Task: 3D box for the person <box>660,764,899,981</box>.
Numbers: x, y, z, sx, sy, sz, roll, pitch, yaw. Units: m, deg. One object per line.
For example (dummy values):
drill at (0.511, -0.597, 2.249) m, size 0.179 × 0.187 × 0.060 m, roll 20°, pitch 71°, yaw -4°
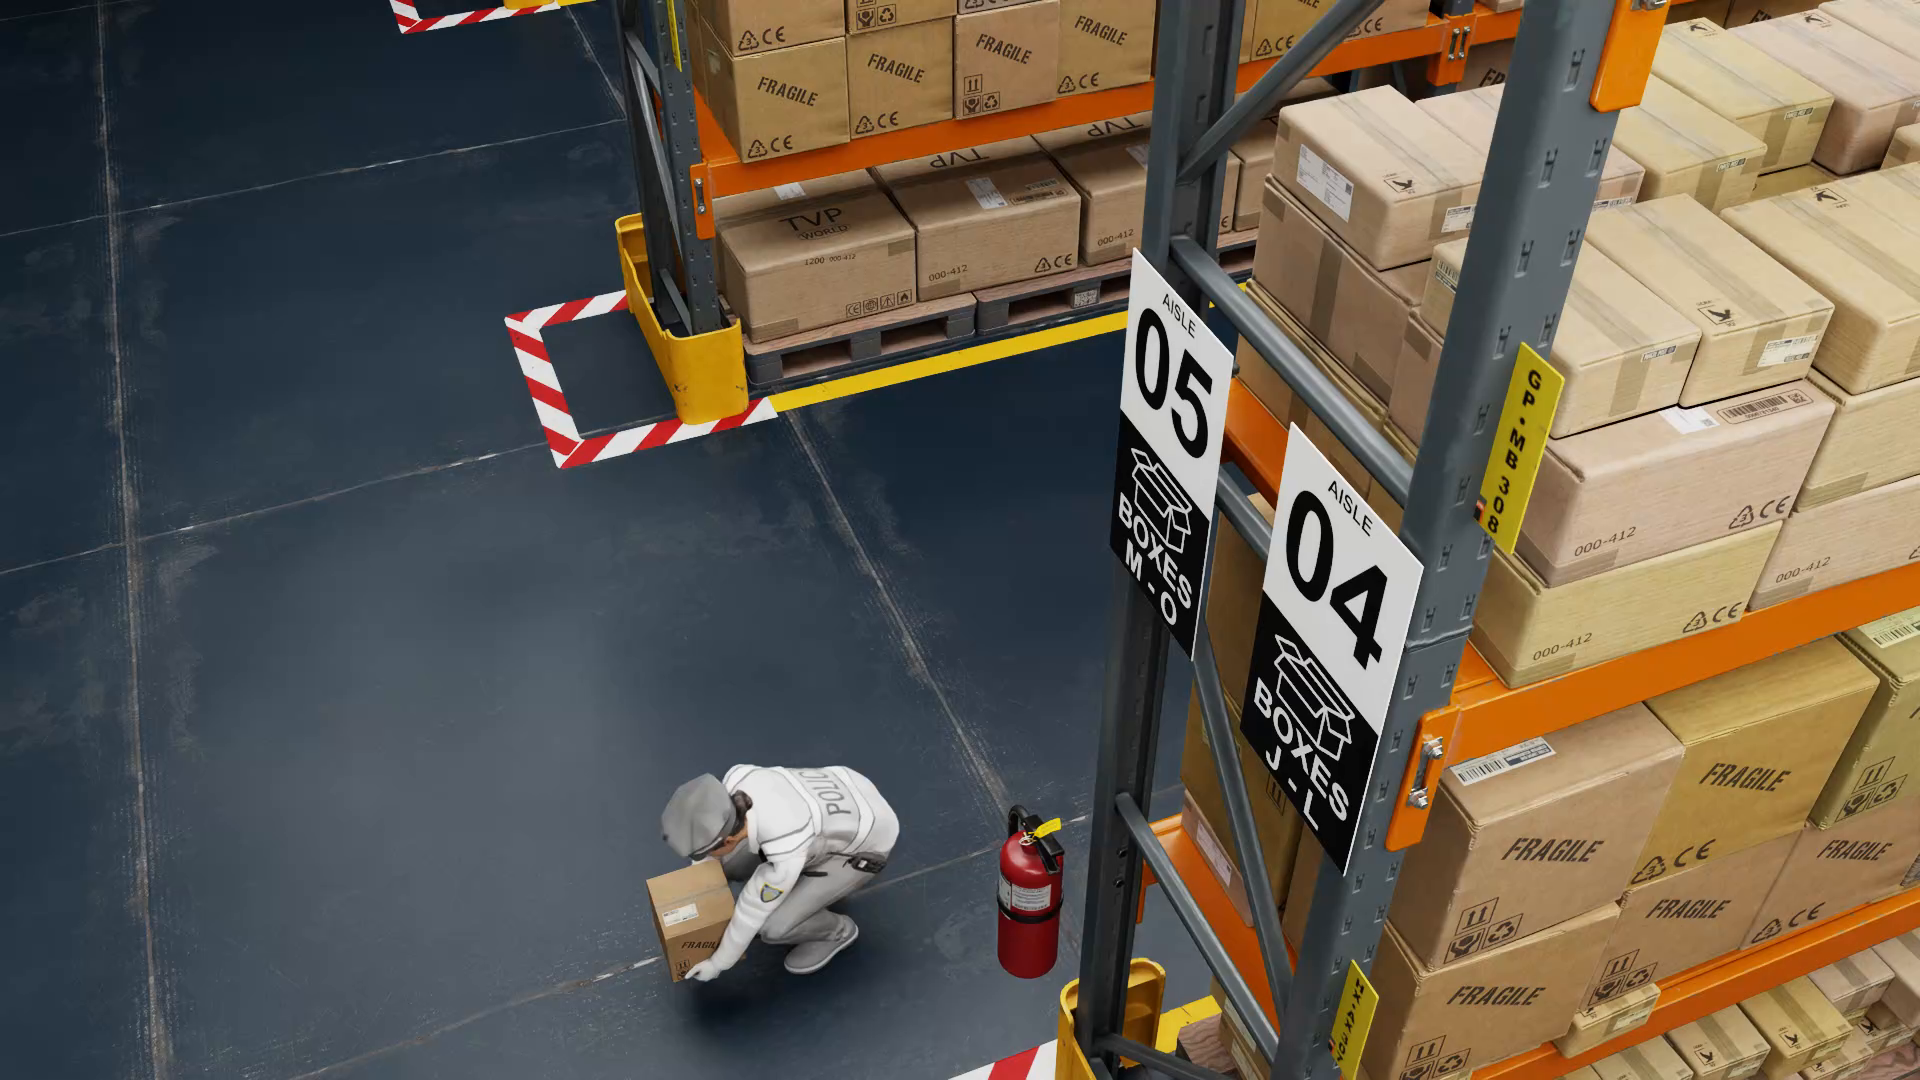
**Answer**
person at (-0.599, 1.045, 5.515) m, size 0.828 × 0.990 × 0.471 m, roll -21°, pitch 46°, yaw -22°
